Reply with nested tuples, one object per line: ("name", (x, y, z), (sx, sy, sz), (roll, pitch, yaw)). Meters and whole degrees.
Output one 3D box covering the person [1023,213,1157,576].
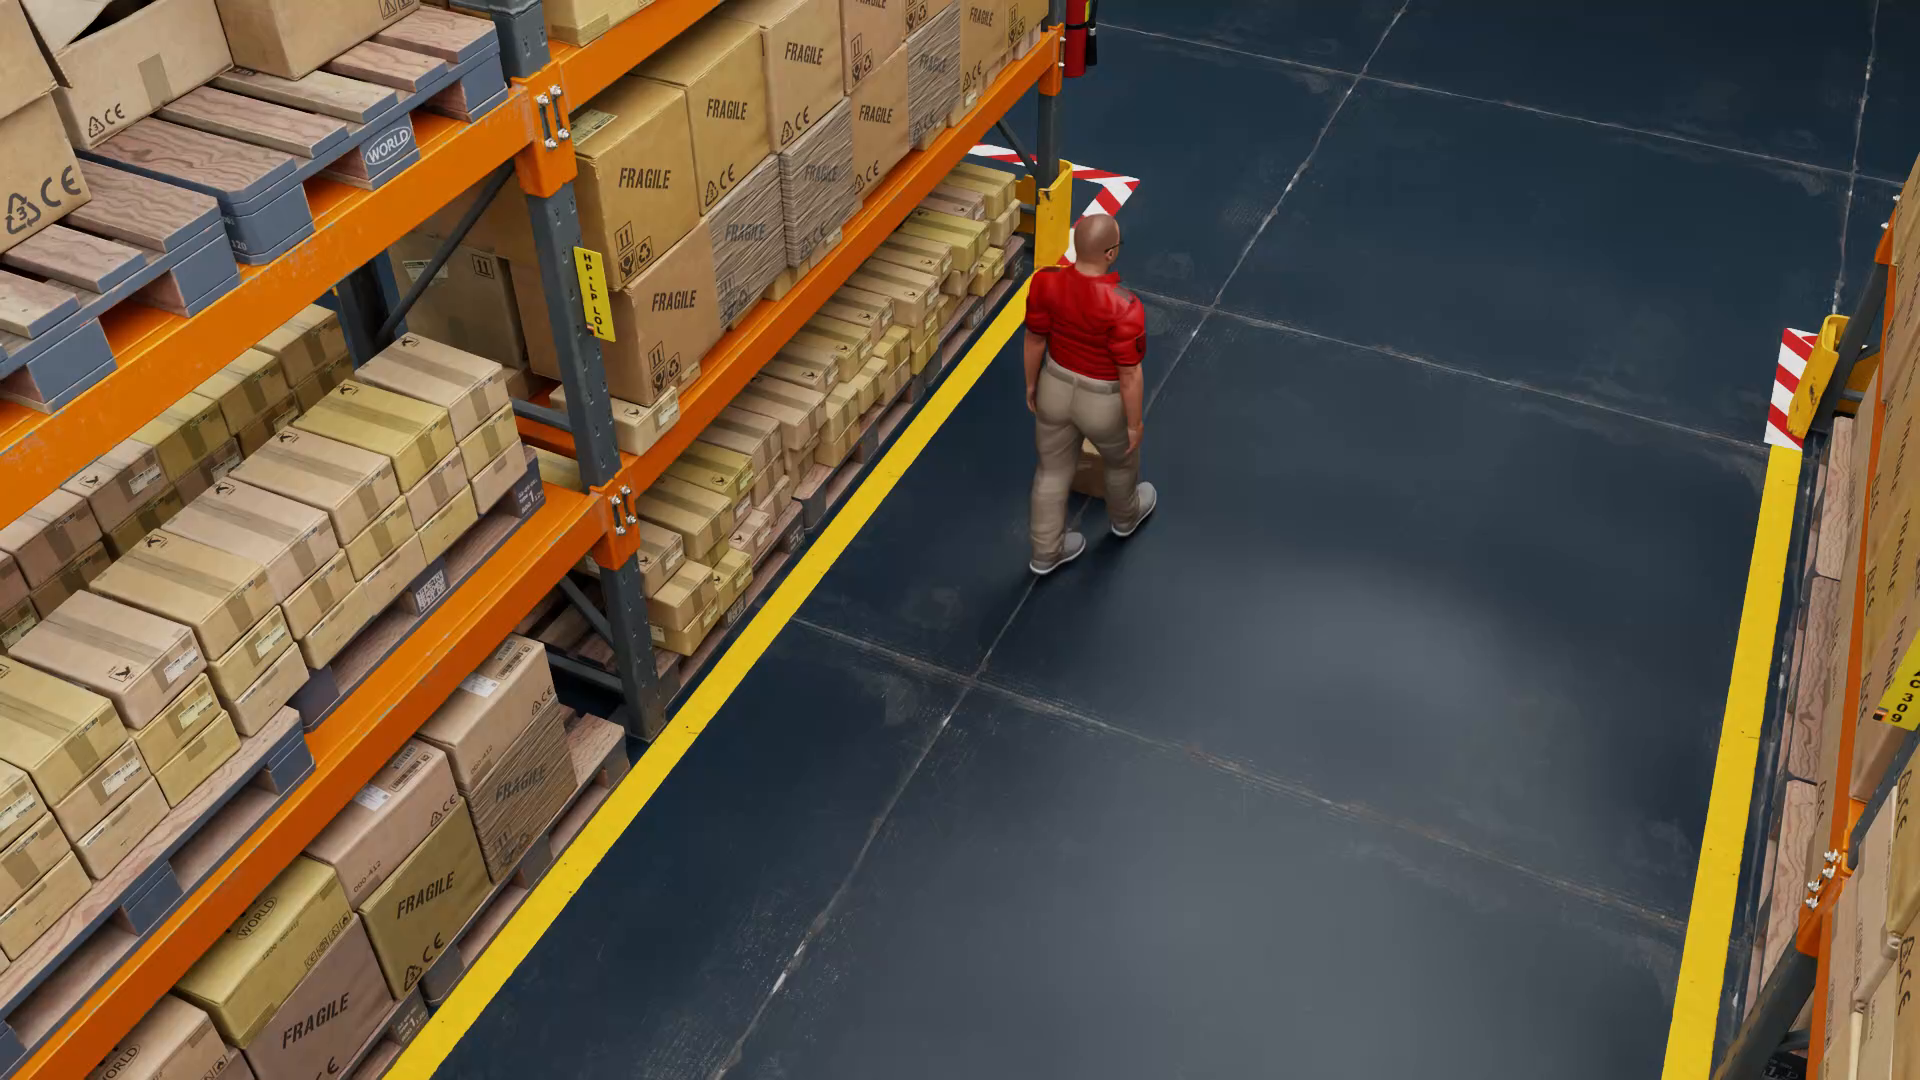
("person", (0.583, -0.659, 6.905), (0.553, 1.713, 0.743), (21, 46, 22))
